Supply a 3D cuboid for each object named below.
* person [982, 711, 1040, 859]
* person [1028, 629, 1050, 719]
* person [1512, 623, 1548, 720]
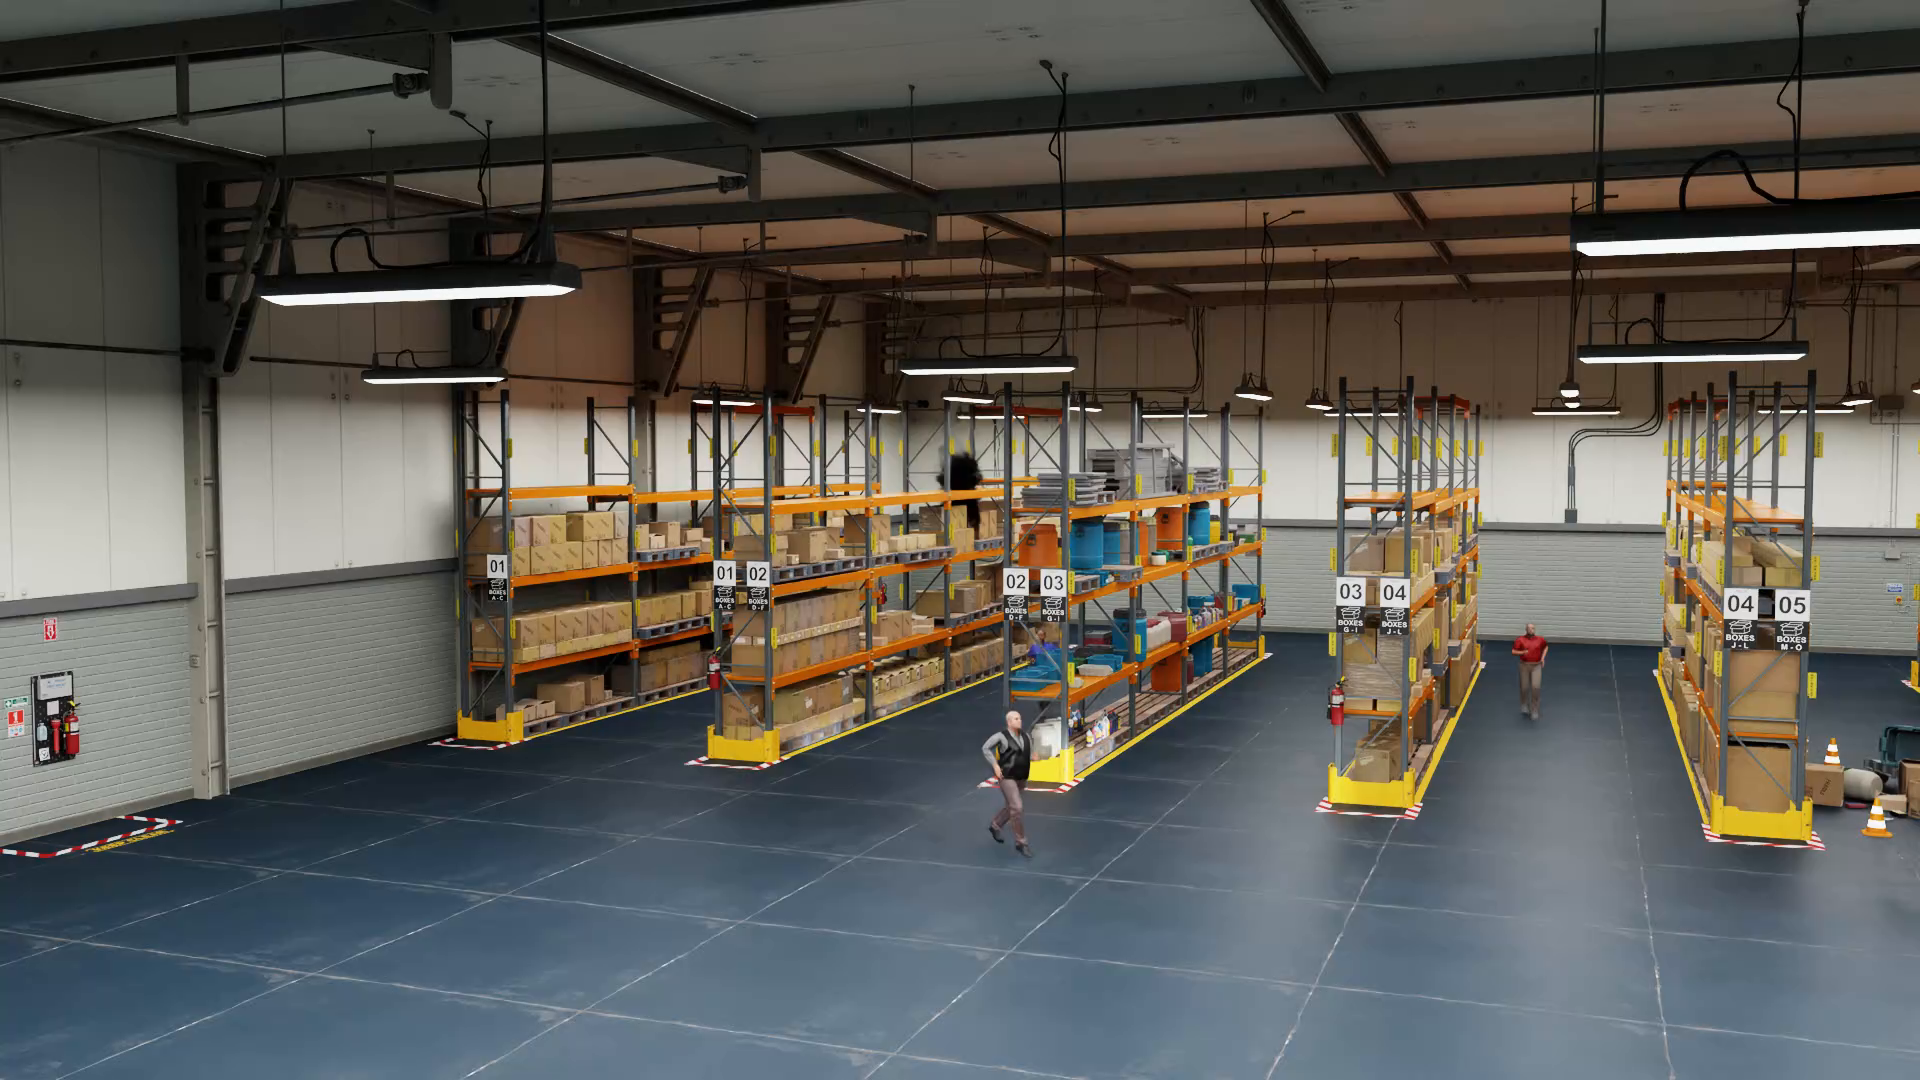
[{"bbox_3d":[0.653,2.996,20.635,0.652,1.761,0.898,-3,4,-43],"label":"person"},{"bbox_3d":[1.512,2.496,30.803,0.557,1.644,0.628,1,3,18],"label":"person"},{"bbox_3d":[10.610,2.414,30.960,0.658,1.747,0.899,1,3,15],"label":"person"}]
